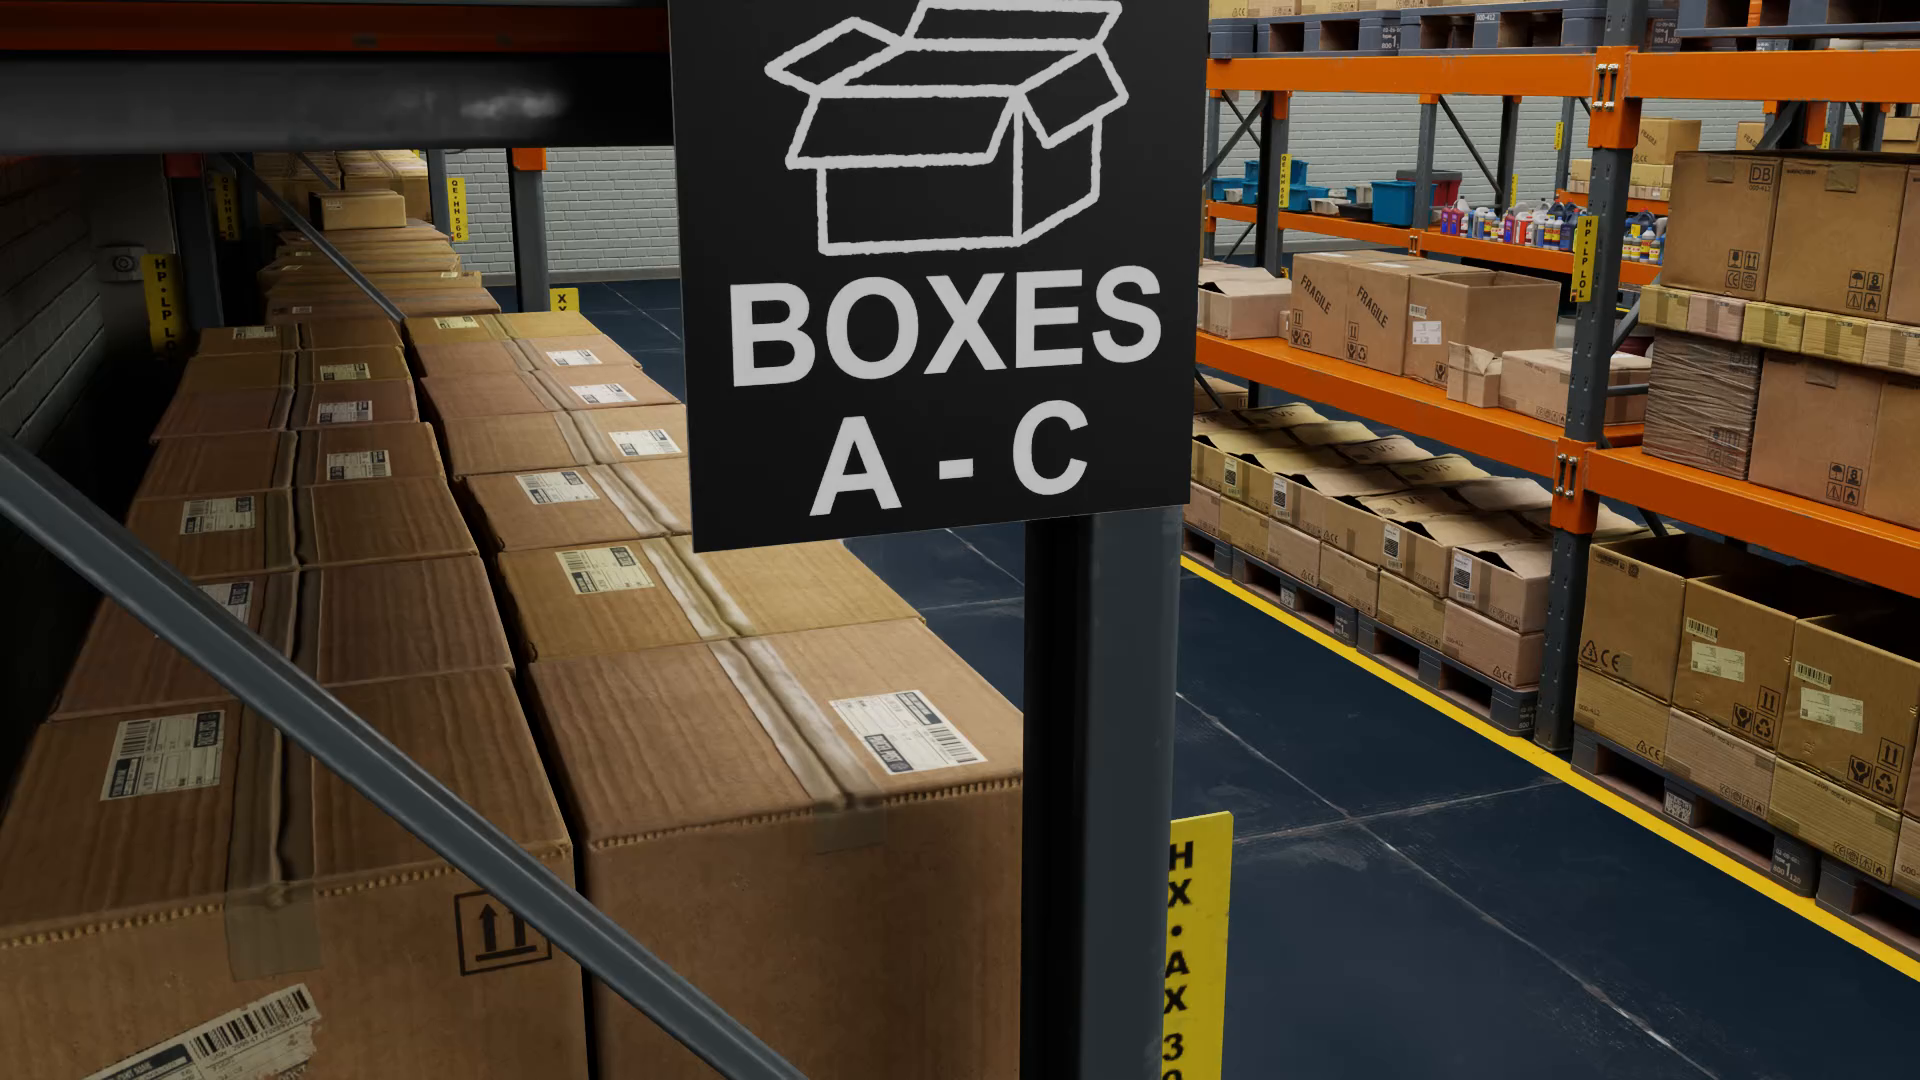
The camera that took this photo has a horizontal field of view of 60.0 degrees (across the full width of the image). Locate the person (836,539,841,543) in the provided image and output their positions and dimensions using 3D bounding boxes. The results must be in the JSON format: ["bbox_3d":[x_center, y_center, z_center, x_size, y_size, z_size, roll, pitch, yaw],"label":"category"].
[{"bbox_3d":[-0.714,0.107,6.560,0.497,1.668,0.509,-2,16,-8],"label":"person"}]
